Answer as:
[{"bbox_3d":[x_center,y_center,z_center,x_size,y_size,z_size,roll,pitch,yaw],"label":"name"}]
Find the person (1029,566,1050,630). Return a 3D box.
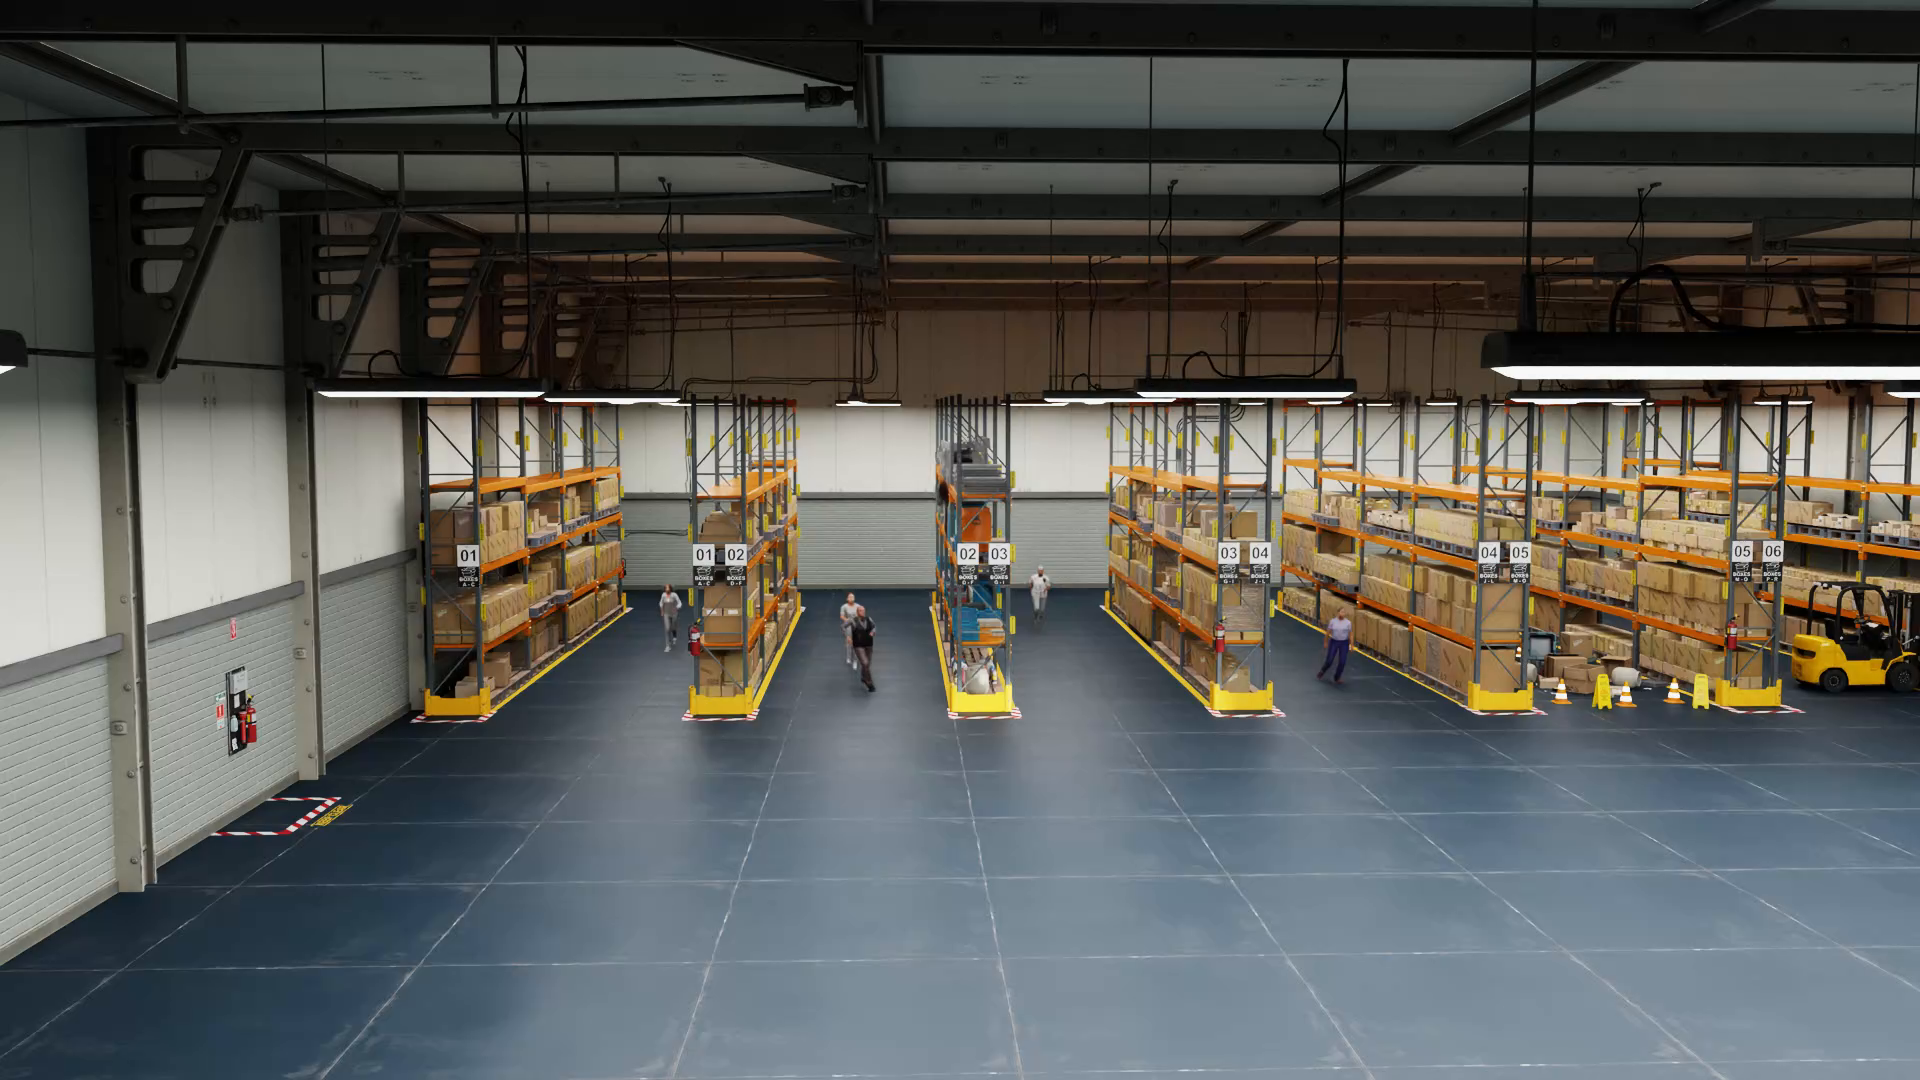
[{"bbox_3d":[2.091,1.502,43.416,0.508,1.683,0.800,-1,5,-9],"label":"person"}]

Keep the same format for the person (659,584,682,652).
[{"bbox_3d":[-6.875,1.820,39.562,0.541,1.607,0.733,0,5,3],"label":"person"}]

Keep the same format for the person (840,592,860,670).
[{"bbox_3d":[-2.400,1.999,36.771,0.509,1.709,0.817,-1,5,-8],"label":"person"}]

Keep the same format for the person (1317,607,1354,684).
[{"bbox_3d":[7.838,2.187,34.706,0.725,1.612,0.533,1,5,8],"label":"person"}]

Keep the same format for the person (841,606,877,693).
[{"bbox_3d":[-2.013,2.207,33.821,0.718,1.765,0.798,-3,5,-30],"label":"person"}]
